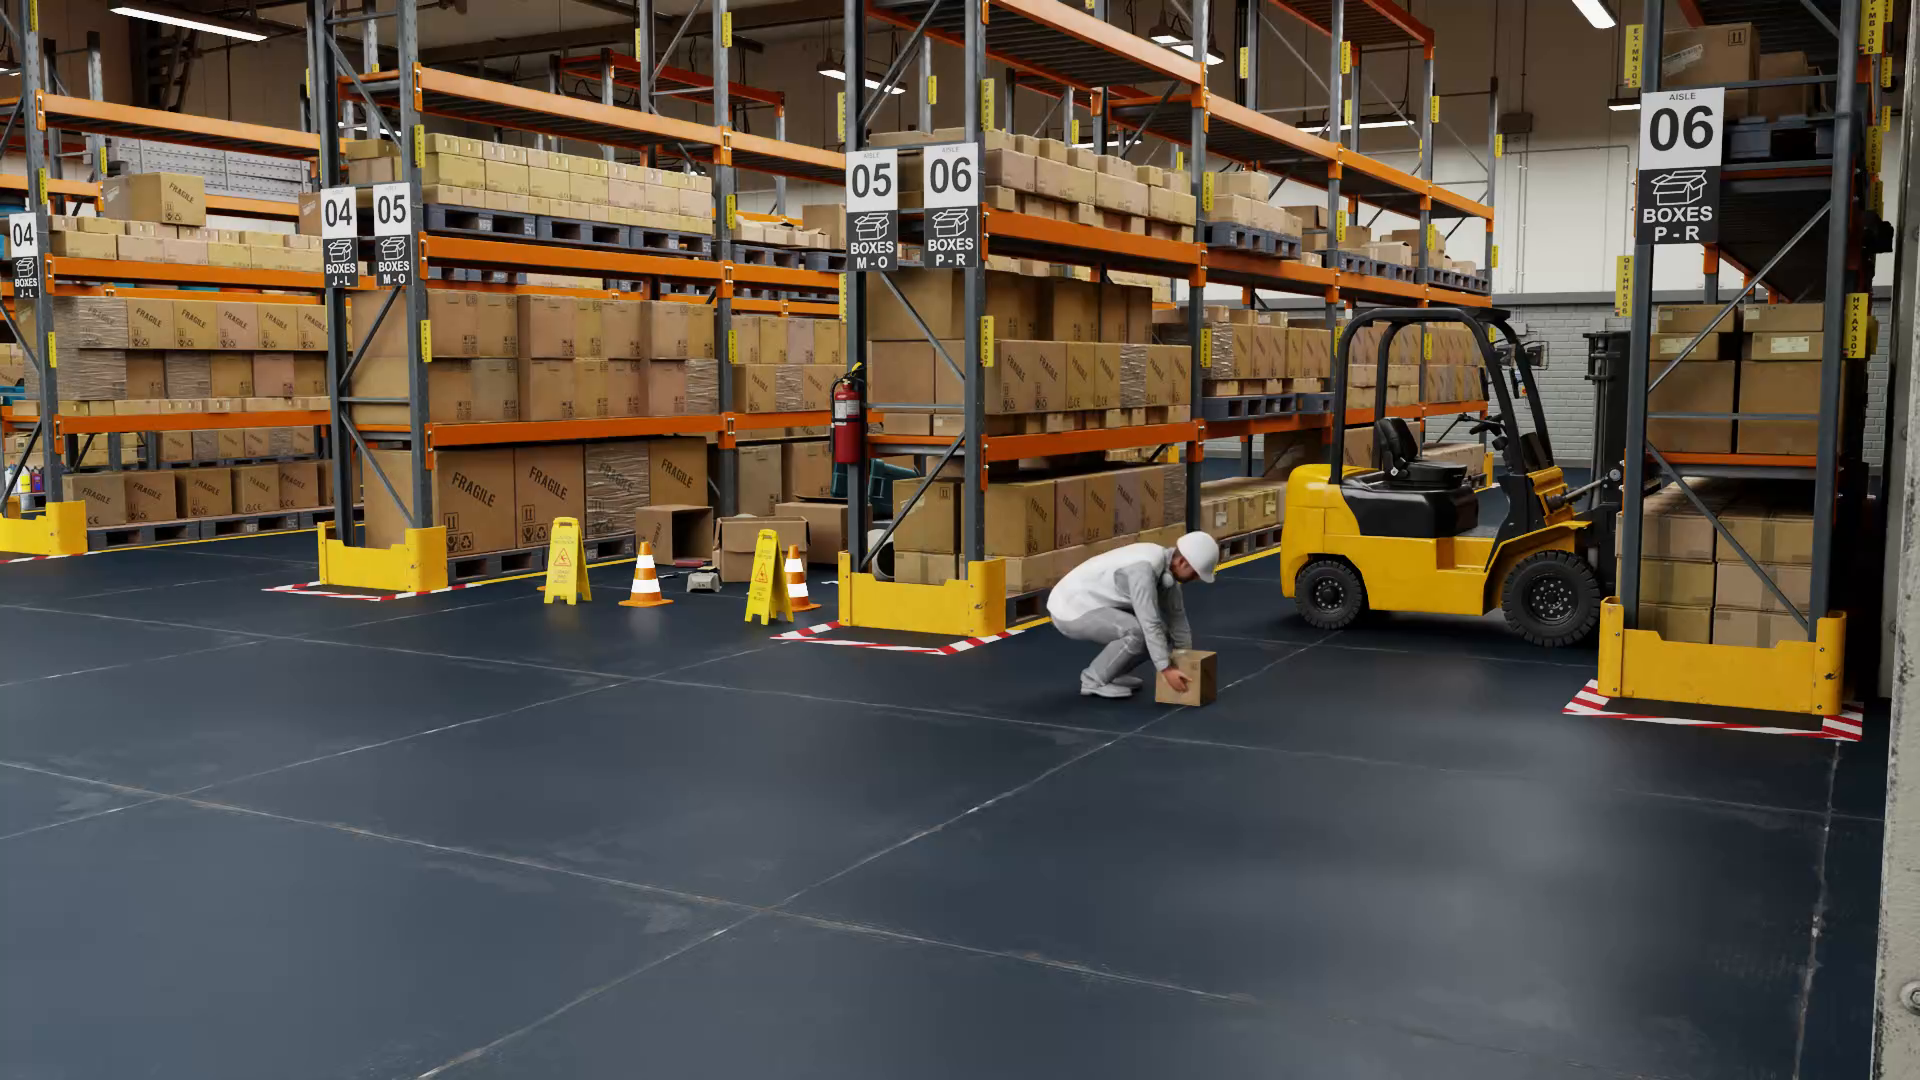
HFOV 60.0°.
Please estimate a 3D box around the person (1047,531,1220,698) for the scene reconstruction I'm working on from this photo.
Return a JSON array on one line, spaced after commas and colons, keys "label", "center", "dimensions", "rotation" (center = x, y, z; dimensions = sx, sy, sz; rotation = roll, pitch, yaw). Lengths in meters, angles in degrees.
[{"label": "person", "center": [0.940, 0.391, 8.982], "dimensions": [0.916, 0.903, 0.525], "rotation": [3, 7, 29]}]
